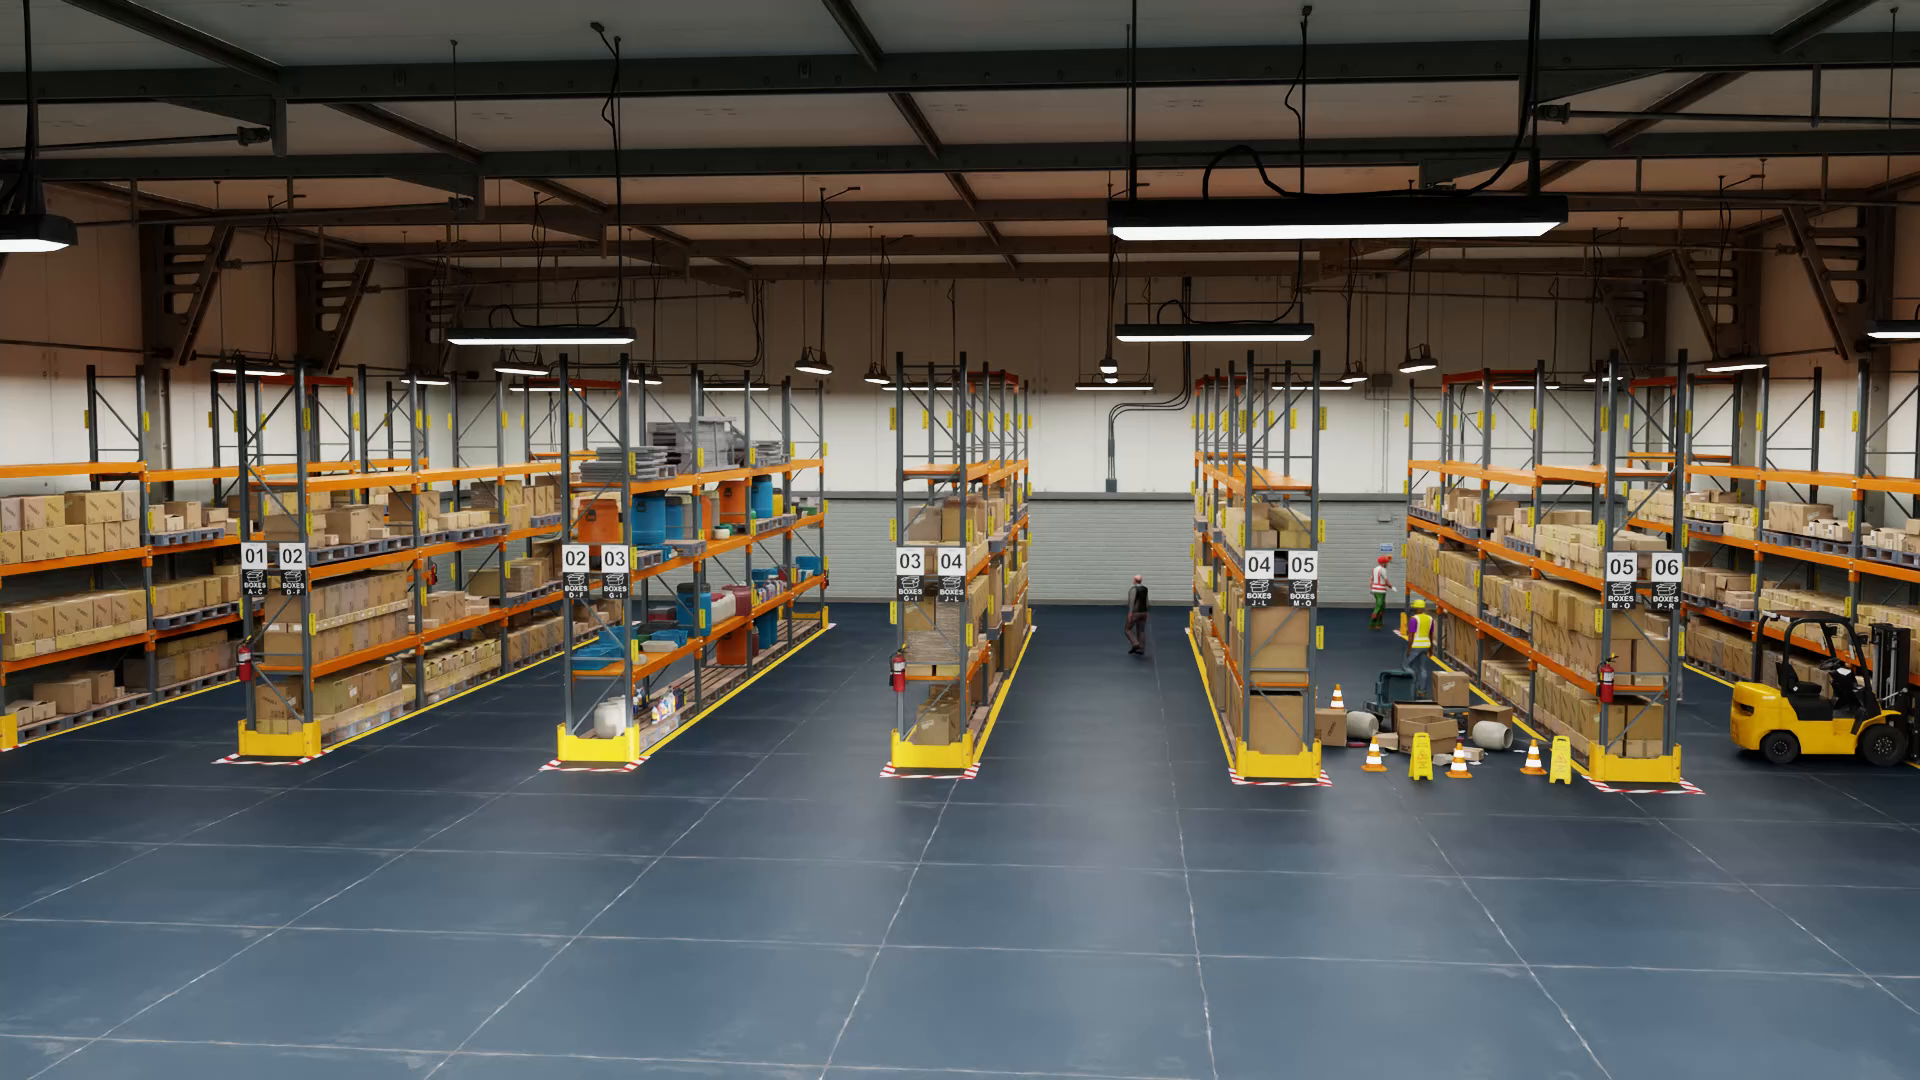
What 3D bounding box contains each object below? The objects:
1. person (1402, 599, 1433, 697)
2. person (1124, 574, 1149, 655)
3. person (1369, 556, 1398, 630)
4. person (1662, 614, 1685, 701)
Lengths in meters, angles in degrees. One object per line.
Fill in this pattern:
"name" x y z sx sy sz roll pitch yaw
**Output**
"person" 8.353 1.972 30.310 0.612 1.774 0.398 -2 5 -26
"person" 3.825 1.602 35.760 0.571 1.719 0.436 -3 5 -36
"person" 10.140 1.267 40.134 0.733 1.757 0.595 -1 4 -17
"person" 12.803 2.113 29.816 0.463 1.612 0.455 -2 4 -24
